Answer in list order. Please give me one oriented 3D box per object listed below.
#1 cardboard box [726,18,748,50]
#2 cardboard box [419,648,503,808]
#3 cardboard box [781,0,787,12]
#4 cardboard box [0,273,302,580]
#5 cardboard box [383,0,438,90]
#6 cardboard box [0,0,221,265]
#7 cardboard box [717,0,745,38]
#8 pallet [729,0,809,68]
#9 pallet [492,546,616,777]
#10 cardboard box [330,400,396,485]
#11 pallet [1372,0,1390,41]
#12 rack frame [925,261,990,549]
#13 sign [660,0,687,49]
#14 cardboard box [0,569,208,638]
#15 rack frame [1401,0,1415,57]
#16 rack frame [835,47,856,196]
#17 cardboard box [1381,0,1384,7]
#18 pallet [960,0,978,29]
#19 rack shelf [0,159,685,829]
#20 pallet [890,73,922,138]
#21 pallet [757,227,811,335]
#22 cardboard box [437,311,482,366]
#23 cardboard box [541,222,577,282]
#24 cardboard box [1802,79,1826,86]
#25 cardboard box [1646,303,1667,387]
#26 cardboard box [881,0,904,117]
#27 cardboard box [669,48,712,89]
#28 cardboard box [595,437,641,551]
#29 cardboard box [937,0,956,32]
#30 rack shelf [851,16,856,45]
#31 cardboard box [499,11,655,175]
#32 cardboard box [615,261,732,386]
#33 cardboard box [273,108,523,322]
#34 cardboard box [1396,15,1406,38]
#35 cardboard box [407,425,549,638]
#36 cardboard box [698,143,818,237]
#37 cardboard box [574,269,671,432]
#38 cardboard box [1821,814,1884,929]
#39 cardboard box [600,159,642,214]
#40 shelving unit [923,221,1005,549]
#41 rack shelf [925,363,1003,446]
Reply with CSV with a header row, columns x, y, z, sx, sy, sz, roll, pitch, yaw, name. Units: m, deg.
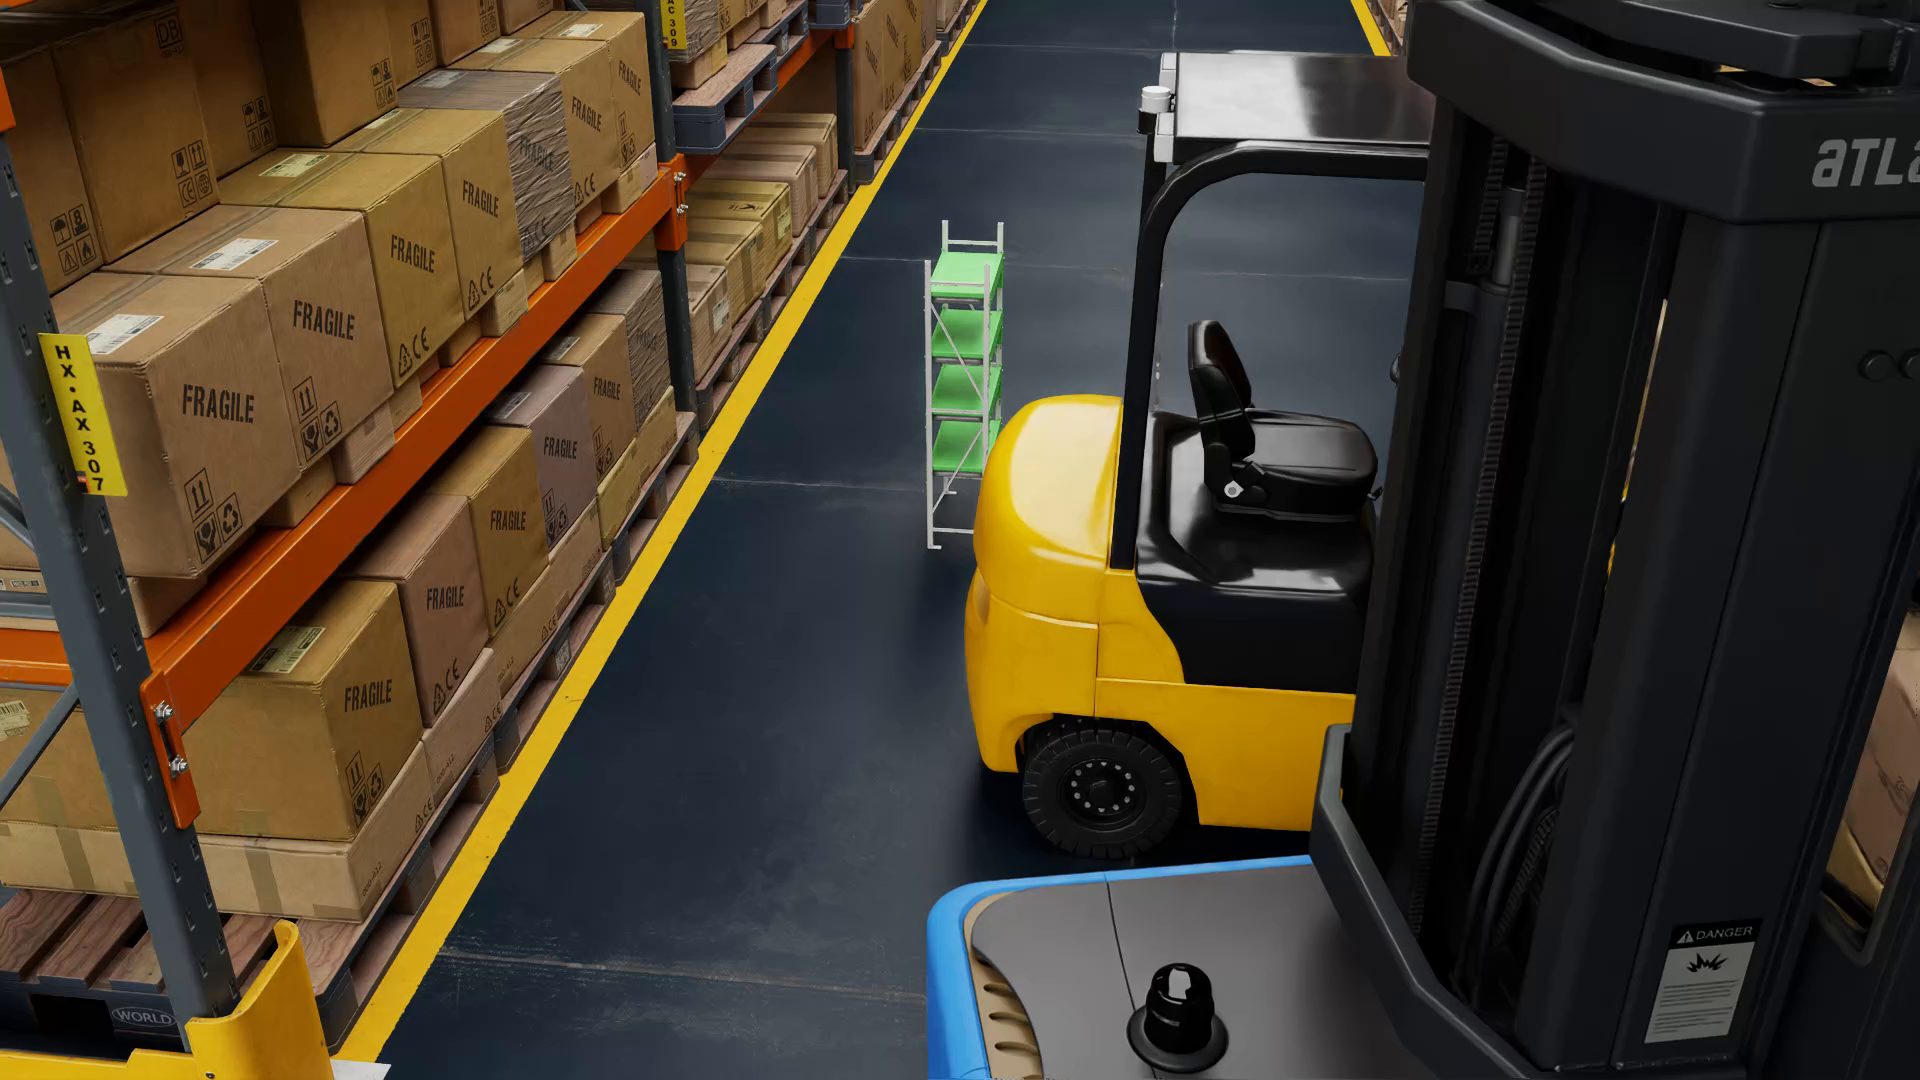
x,y,z,sx,sy,sz,roll,pitch,yaw,name
-1.233,-2.453,7.963,0.380,0.149,0.250,4,29,7,cardboard box
-1.733,0.541,5.039,0.500,0.250,0.500,4,29,8,cardboard box
-1.114,-2.819,8.642,0.380,0.149,0.250,2,28,5,cardboard box
-1.843,-0.263,3.656,0.500,0.500,0.500,3,28,5,cardboard box
-2.128,-1.710,5.289,0.700,0.500,0.500,3,28,5,cardboard box
-2.260,-0.987,3.946,0.700,0.500,0.500,4,29,7,cardboard box
-1.283,-2.563,7.483,0.500,0.500,0.500,3,29,6,cardboard box
-1.398,-2.628,8.667,1.003,0.211,1.213,3,28,6,pallet
-1.880,0.358,5.863,1.003,0.211,1.213,3,28,6,pallet
-1.722,-0.275,4.362,0.380,0.149,0.250,4,29,7,cardboard box
4.453,-4.914,15.649,1.003,0.211,1.213,3,28,6,pallet
-0.010,-0.491,6.397,0.240,1.200,0.015,3,28,6,rack frame
-1.146,-2.117,6.604,0.100,0.325,0.005,3,28,6,sign
-1.929,0.082,3.700,0.380,0.149,0.250,3,29,6,cardboard box
4.221,-5.243,13.319,1.000,3.000,0.127,3,28,6,rack frame
-1.196,-3.646,10.356,1.000,3.000,0.127,3,28,6,rack frame
4.235,-5.284,15.589,0.500,0.500,0.500,4,29,7,cardboard box
-0.388,-5.231,16.237,1.003,0.211,1.213,3,28,6,pallet
-1.931,-0.505,5.284,1.077,0.370,4.000,3,28,6,rack shelf
-0.872,-3.358,12.761,1.003,0.211,1.213,3,28,6,pallet
-1.445,-1.478,9.272,1.003,0.211,1.213,3,28,6,pallet
-1.689,-0.649,5.056,0.380,0.149,0.250,3,28,5,cardboard box
-1.544,-1.006,5.719,0.380,0.149,0.250,3,28,5,cardboard box
2.809,-1.440,5.158,0.380,0.149,0.250,4,29,7,cardboard box
2.870,-0.682,6.255,0.500,0.250,0.500,3,28,5,cardboard box
-0.915,-3.636,12.134,0.875,0.875,0.875,4,29,7,cardboard box
-1.304,-2.080,7.270,0.380,0.149,0.250,4,29,7,cardboard box
-1.547,-0.193,6.402,0.500,0.250,0.500,3,28,5,cardboard box
-0.522,-4.876,14.896,0.875,0.438,0.875,3,28,5,cardboard box
-0.951,-4.271,12.274,1.077,0.370,4.000,3,28,6,rack shelf
-1.493,-1.715,6.352,0.500,0.500,0.500,3,28,5,cardboard box
-1.624,-1.039,7.843,0.950,0.372,0.625,4,29,7,cardboard box
-1.667,-0.986,4.999,0.500,0.500,0.500,3,28,5,cardboard box
3.998,-4.452,14.414,0.380,0.149,0.250,3,28,5,cardboard box
-1.671,-0.042,5.331,0.500,0.500,0.500,4,29,7,cardboard box
-1.357,-2.061,9.741,0.950,0.372,0.625,3,28,5,cardboard box
-1.492,-0.774,6.690,0.500,0.500,0.500,3,28,5,cardboard box
2.565,0.959,4.264,0.500,0.250,0.500,3,28,6,cardboard box
-1.446,-1.366,6.388,0.380,0.149,0.250,4,29,7,cardboard box
0.020,-0.606,6.610,0.258,1.200,0.503,3,28,6,shelving unit
0.020,-0.550,6.640,0.258,0.148,0.480,3,28,6,rack shelf
